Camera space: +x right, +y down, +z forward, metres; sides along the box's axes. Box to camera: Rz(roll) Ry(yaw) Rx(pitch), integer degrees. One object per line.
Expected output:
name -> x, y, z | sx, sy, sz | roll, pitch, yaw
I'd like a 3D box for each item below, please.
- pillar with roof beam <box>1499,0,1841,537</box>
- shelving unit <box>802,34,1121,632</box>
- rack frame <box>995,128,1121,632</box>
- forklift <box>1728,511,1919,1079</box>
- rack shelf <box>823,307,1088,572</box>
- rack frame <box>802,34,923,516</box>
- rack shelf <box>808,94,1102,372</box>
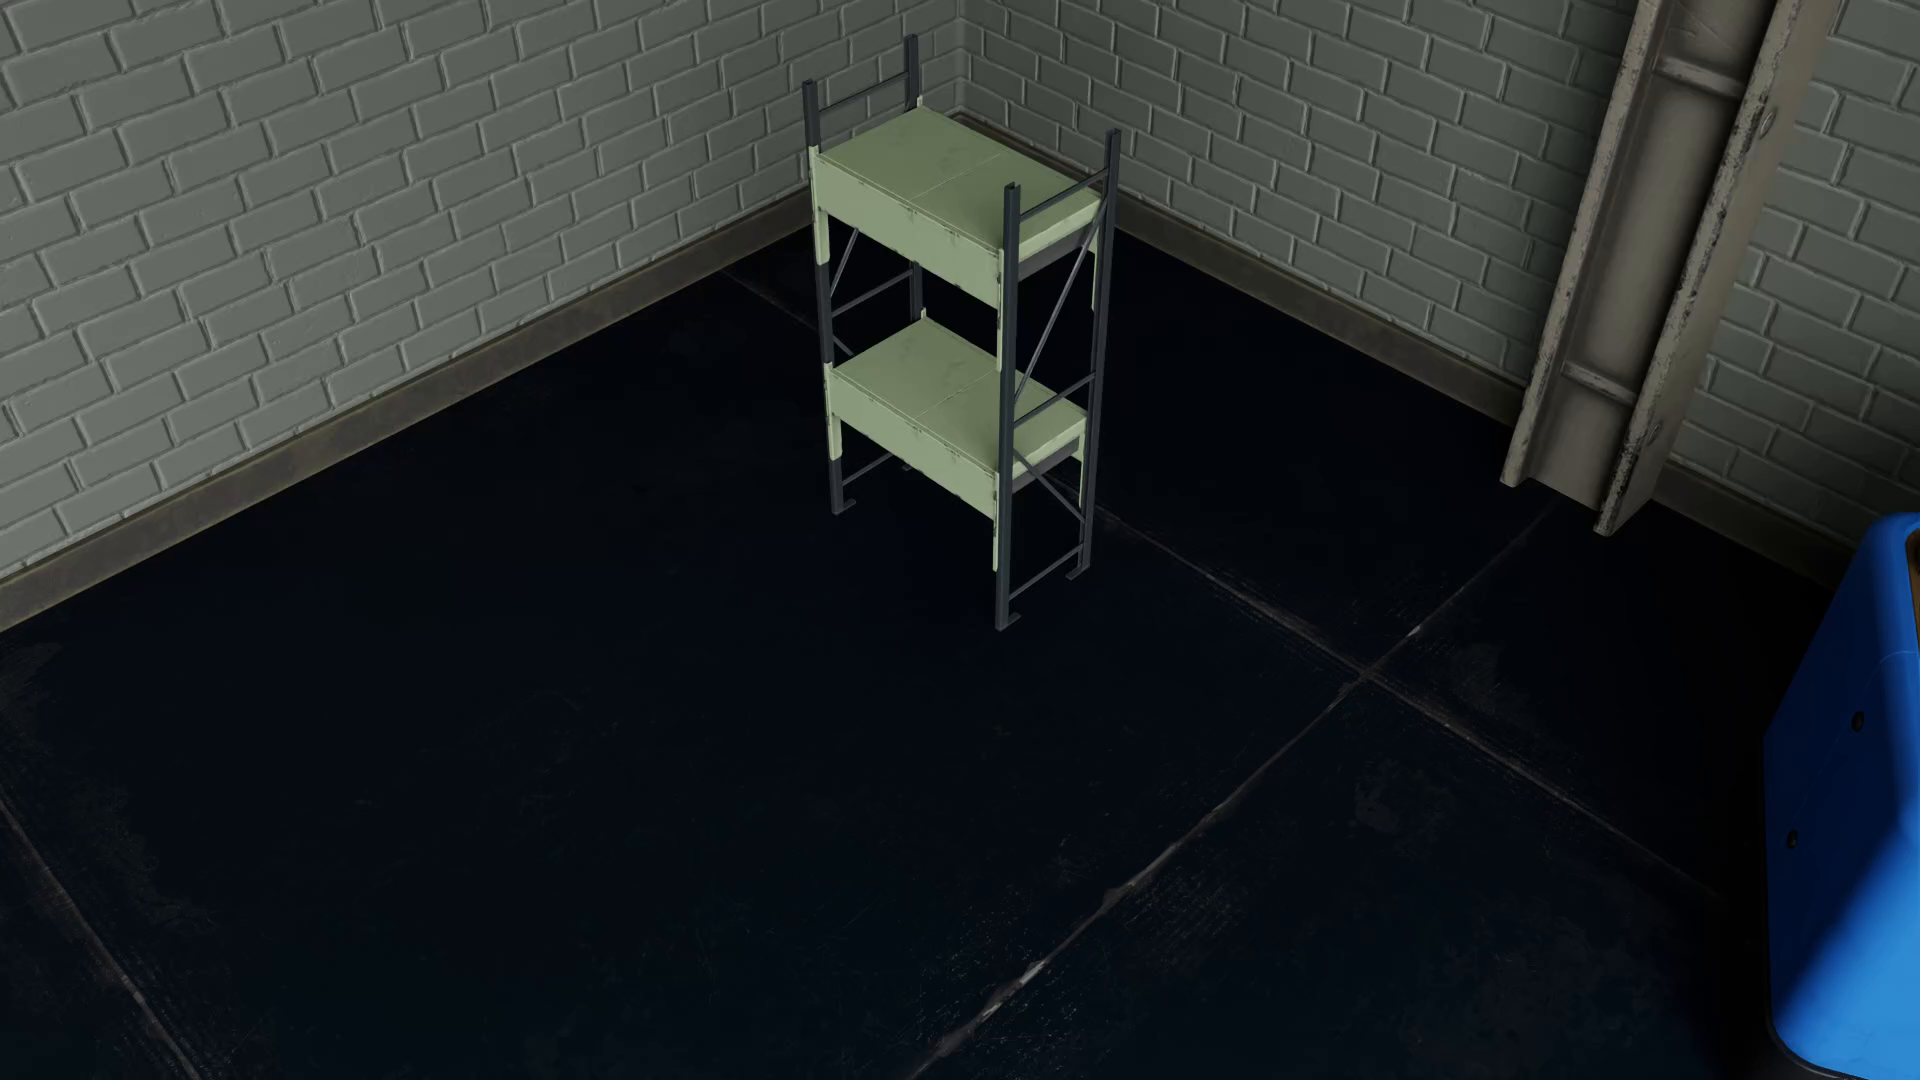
pillar with roof beam -> -1.031, -1.418, 0.153 | 9.100, 9.000, 0.400 | -34, 53, -31
shelving unit -> -0.005, -0.554, 4.744 | 0.431, 1.500, 0.755 | -34, 53, -31
rack frame -> 0.254, -0.378, 4.554 | 0.400, 1.500, 0.023 | -34, 53, -31
forklift -> 3.340, 0.254, 2.816 | 3.031, 2.935, 1.130 | 13, 44, 13
rack shelf -> -0.005, -0.315, 4.966 | 0.431, 0.370, 0.720 | -34, 53, -31
rack frame -> -0.263, -0.730, 4.935 | 0.400, 1.500, 0.023 | -34, 53, -31
rack shelf -> -0.005, -0.841, 4.480 | 0.431, 0.370, 0.720 | -34, 53, -31
